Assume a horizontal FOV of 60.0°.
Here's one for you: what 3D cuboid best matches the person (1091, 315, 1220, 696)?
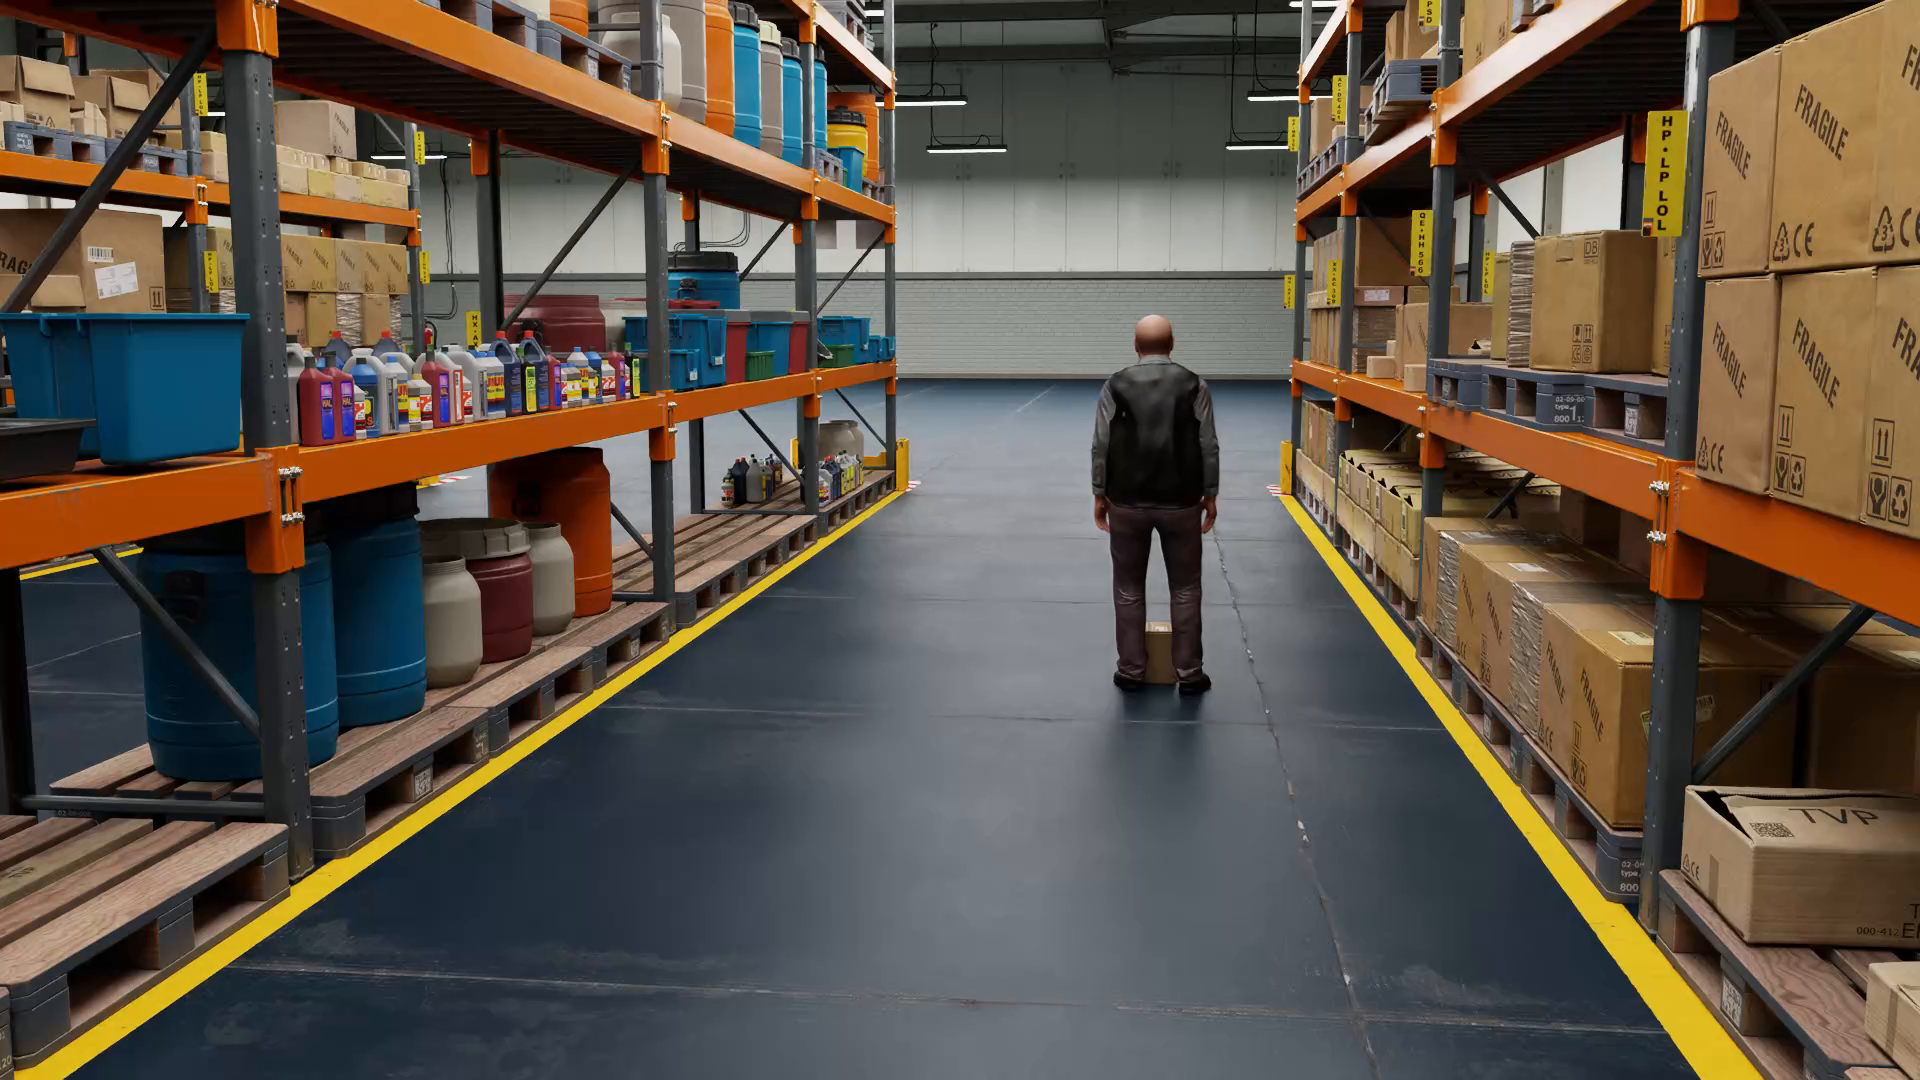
[{"bbox_3d":[0.888,-0.159,7.584,0.581,1.721,0.463,1,8,7],"label":"person"}]
